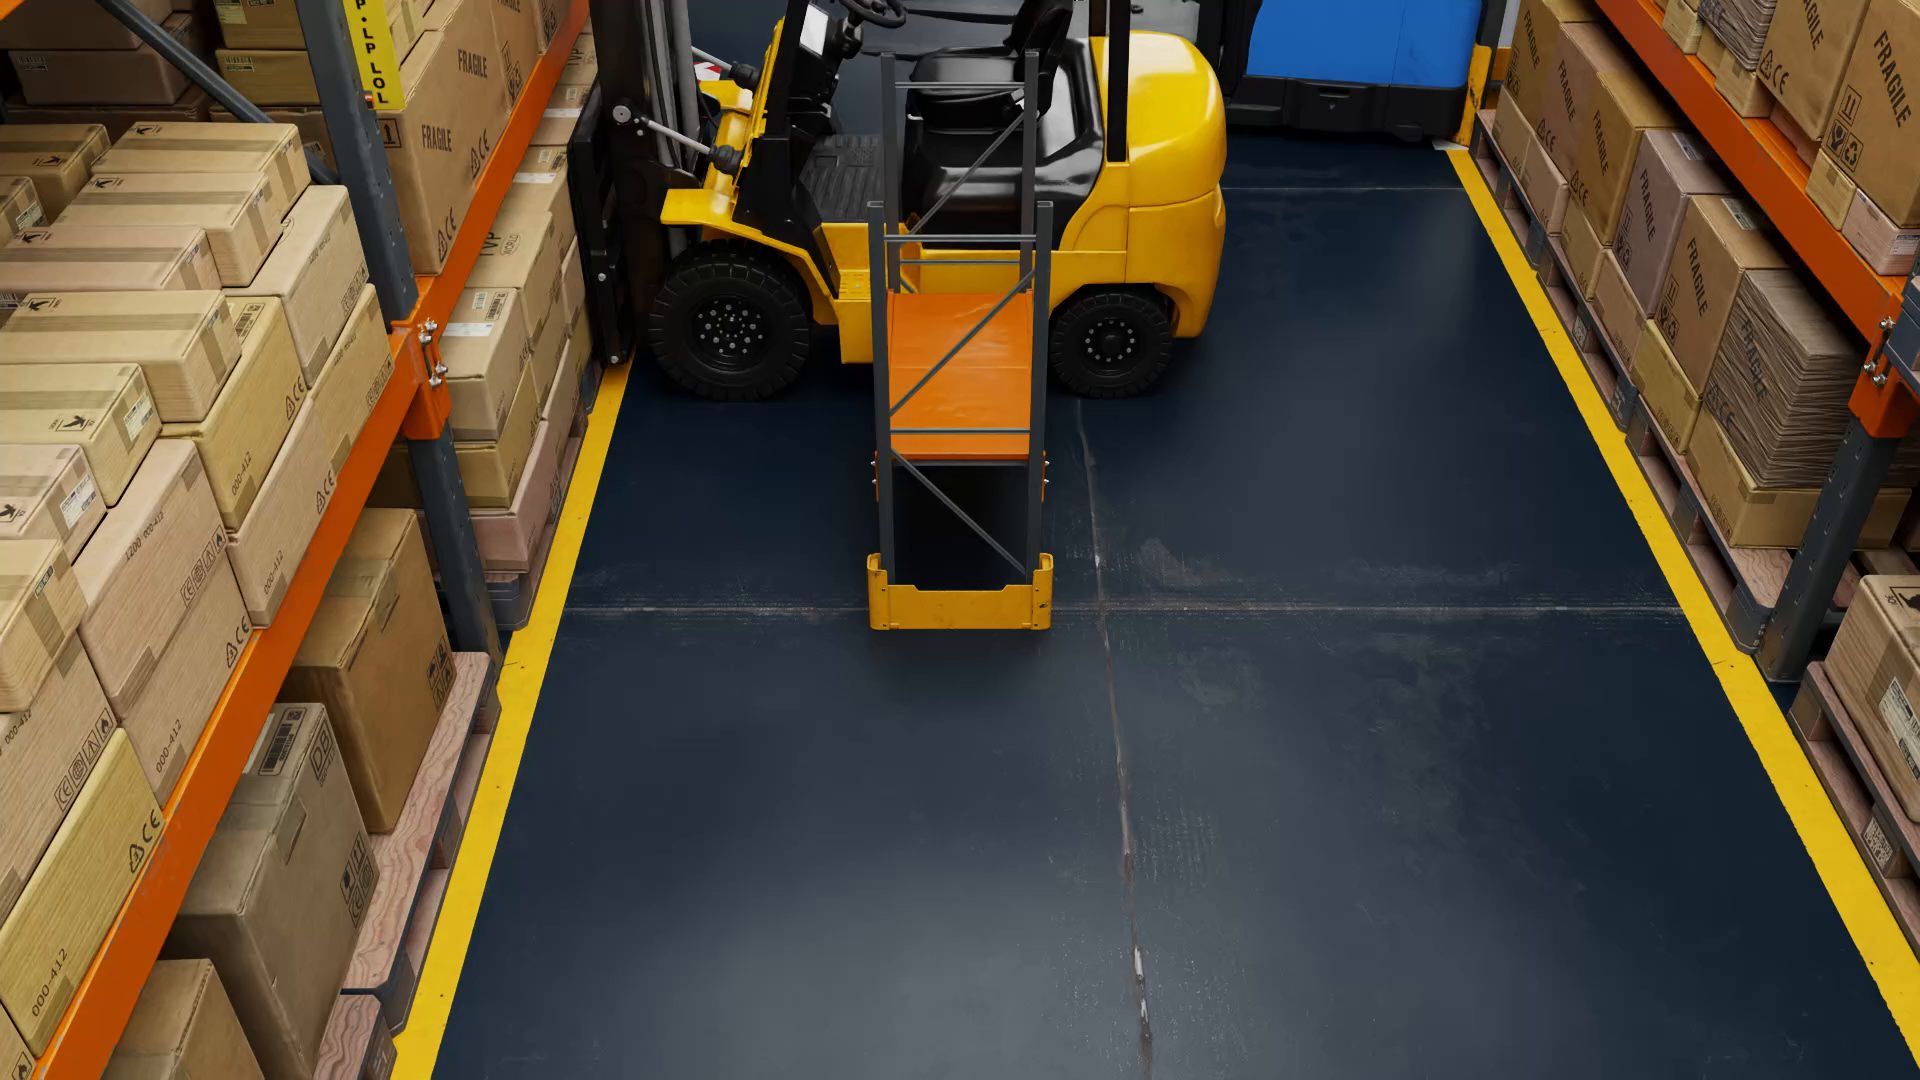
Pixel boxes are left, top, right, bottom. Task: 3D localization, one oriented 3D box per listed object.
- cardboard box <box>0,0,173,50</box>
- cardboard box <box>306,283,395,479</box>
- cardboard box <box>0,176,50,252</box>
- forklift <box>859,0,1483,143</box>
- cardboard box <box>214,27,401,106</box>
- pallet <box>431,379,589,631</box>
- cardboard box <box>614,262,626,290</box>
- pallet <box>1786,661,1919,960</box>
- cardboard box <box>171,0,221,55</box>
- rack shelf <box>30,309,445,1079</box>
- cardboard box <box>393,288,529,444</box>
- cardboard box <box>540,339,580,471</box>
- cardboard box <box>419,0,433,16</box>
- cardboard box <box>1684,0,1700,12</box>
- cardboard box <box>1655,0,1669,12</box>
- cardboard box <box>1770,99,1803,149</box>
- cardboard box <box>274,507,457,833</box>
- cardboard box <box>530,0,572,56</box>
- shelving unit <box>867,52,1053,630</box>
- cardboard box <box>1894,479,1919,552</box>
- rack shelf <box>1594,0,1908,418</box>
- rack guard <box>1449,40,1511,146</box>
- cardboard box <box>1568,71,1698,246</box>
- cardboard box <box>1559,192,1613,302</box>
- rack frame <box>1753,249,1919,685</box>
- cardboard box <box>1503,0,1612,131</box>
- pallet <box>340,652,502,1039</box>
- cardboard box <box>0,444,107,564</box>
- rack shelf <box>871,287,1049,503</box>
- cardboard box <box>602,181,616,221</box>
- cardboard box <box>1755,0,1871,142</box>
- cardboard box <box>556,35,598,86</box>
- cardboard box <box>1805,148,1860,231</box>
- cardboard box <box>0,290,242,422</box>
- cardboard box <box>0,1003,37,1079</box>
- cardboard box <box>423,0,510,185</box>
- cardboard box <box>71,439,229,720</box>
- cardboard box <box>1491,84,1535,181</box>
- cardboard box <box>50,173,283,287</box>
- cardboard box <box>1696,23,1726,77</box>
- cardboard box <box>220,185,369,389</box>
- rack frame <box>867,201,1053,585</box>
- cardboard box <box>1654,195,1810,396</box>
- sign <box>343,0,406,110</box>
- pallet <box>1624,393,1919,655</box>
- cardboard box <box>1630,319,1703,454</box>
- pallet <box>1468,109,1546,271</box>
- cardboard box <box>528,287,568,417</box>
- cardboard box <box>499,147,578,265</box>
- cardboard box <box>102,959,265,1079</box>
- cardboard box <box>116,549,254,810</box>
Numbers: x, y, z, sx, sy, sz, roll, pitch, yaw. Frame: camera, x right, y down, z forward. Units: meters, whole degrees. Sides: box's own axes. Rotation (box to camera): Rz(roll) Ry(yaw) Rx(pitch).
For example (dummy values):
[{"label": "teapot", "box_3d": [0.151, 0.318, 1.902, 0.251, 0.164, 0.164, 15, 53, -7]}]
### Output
[{"label": "cardboard box", "box_3d": [-2.248, -1.360, 4.212, 0.380, 0.149, 0.250, 0, 39, 0]}, {"label": "cardboard box", "box_3d": [-1.683, -0.379, 3.944, 0.500, 0.250, 0.500, 1, 39, 1]}, {"label": "cardboard box", "box_3d": [-2.211, -0.657, 3.572, 0.380, 0.149, 0.250, -1, 39, -2]}, {"label": "forklift", "box_3d": [1.026, -3.521, 7.799, 3.031, 2.935, 1.130, 6, 39, 7]}, {"label": "cardboard box", "box_3d": [-1.682, -1.244, 4.305, 0.380, 0.149, 0.250, -1, 39, -1]}, {"label": "pallet", "box_3d": [-1.904, -0.162, 5.783, 1.003, 0.211, 1.213, 0, 39, 0]}, {"label": "cardboard box", "box_3d": [-1.627, -1.102, 6.590, 0.500, 0.250, 0.500, 1, 39, 1]}, {"label": "pallet", "box_3d": [3.021, 0.817, 4.562, 1.003, 0.211, 1.213, 0, 39, 0]}, {"label": "cardboard box", "box_3d": [-2.237, -1.402, 4.502, 0.380, 0.149, 0.250, -1, 39, -1]}, {"label": "rack shelf", "box_3d": [-1.943, 0.779, 2.955, 1.077, 0.370, 4.000, 0, 39, 0]}, {"label": "cardboard box", "box_3d": [-1.632, -0.536, 5.084, 0.500, 0.250, 0.500, -1, 39, -1]}, {"label": "cardboard box", "box_3d": [-1.630, -0.464, 5.793, 0.500, 0.250, 0.500, -1, 39, -1]}, {"label": "cardboard box", "box_3d": [-1.712, -1.569, 4.710, 0.380, 0.149, 0.250, 0, 39, 0]}, {"label": "cardboard box", "box_3d": [2.752, -2.158, 5.726, 0.500, 0.500, 0.500, -1, 39, -1]}, {"label": "cardboard box", "box_3d": [2.760, -1.975, 6.016, 0.380, 0.149, 0.250, -1, 39, -1]}, {"label": "cardboard box", "box_3d": [2.798, -1.336, 5.219, 0.380, 0.149, 0.250, -1, 39, -1]}, {"label": "cardboard box", "box_3d": [-1.933, 0.337, 4.494, 0.875, 0.625, 0.625, 2, 39, 2]}, {"label": "cardboard box", "box_3d": [-1.683, -2.026, 5.800, 0.500, 0.500, 0.500, 0, 39, 0]}, {"label": "shelving unit", "box_3d": [0.000, -0.633, 5.340, 0.587, 1.500, 1.083, 0, 39, 0]}, {"label": "cardboard box", "box_3d": [3.288, -0.218, 5.487, 0.500, 0.250, 0.500, -2, 39, -2]}, {"label": "rack shelf", "box_3d": [3.016, -1.728, 6.083, 1.077, 0.370, 4.000, 0, 39, 0]}, {"label": "rack guard", "box_3d": [3.014, -2.237, 8.141, 1.175, 0.500, 0.348, 0, 39, 0]}, {"label": "cardboard box", "box_3d": [2.736, -1.483, 6.465, 0.500, 0.500, 0.500, 1, 39, 1]}, {"label": "cardboard box", "box_3d": [2.745, -1.186, 6.694, 0.500, 0.250, 0.500, 2, 39, 3]}, {"label": "rack frame", "box_3d": [3.019, -0.758, 4.298, 1.000, 3.000, 0.127, 0, 39, 0]}, {"label": "cardboard box", "box_3d": [2.739, -2.124, 7.265, 0.500, 0.500, 0.500, -1, 39, -2]}, {"label": "pallet", "box_3d": [-1.905, 0.796, 4.587, 1.003, 0.211, 1.213, 0, 39, 0]}, {"label": "cardboard box", "box_3d": [-1.692, -0.032, 2.793, 0.380, 0.149, 0.250, 0, 39, 0]}, {"label": "rack shelf", "box_3d": [0.000, -0.498, 5.460, 0.538, 0.185, 1.000, 0, 39, 0]}, {"label": "cardboard box", "box_3d": [-1.628, -1.286, 6.420, 0.500, 0.250, 0.500, 0, 39, 0]}, {"label": "cardboard box", "box_3d": [2.762, -1.513, 4.922, 0.500, 0.500, 0.500, 1, 39, 1]}, {"label": "cardboard box", "box_3d": [-1.620, -1.812, 6.676, 0.500, 0.250, 0.500, 0, 39, 1]}, {"label": "cardboard box", "box_3d": [2.706, -1.017, 4.821, 0.380, 0.149, 0.250, 1, 39, 1]}, {"label": "cardboard box", "box_3d": [-1.624, -0.352, 3.192, 0.380, 0.149, 0.250, -1, 39, -1]}, {"label": "cardboard box", "box_3d": [-1.700, 0.893, 2.357, 0.500, 0.250, 0.500, -1, 39, -2]}, {"label": "cardboard box", "box_3d": [-1.702, -1.395, 5.012, 0.500, 0.500, 0.500, 1, 39, 1]}, {"label": "cardboard box", "box_3d": [-1.686, 0.059, 2.997, 0.500, 0.250, 0.500, 1, 39, 1]}, {"label": "cardboard box", "box_3d": [2.738, -1.846, 7.518, 0.500, 0.250, 0.500, 0, 39, 0]}, {"label": "cardboard box", "box_3d": [-1.704, -0.670, 3.588, 0.380, 0.149, 0.250, -1, 39, -1]}, {"label": "cardboard box", "box_3d": [2.739, -1.656, 5.619, 0.380, 0.149, 0.250, -1, 39, -1]}, {"label": "cardboard box", "box_3d": [-1.689, -0.582, 3.798, 0.500, 0.250, 0.500, -1, 39, -1]}, {"label": "rack frame", "box_3d": [0.000, -0.321, 4.951, 0.500, 1.500, 0.032, 0, 39, 0]}, {"label": "cardboard box", "box_3d": [2.747, -0.830, 5.650, 0.500, 0.500, 0.500, 1, 39, 1]}, {"label": "sign", "box_3d": [-1.402, -1.180, 3.961, 0.100, 0.325, 0.005, 0, 39, 0]}, {"label": "pallet", "box_3d": [2.983, -0.090, 5.694, 1.003, 0.211, 1.213, 0, 39, 0]}, {"label": "cardboard box", "box_3d": [2.739, -0.552, 5.903, 0.500, 0.250, 0.500, -1, 39, -1]}, {"label": "pallet", "box_3d": [2.980, -1.616, 7.598, 1.003, 0.211, 1.213, 0, 39, 0]}, {"label": "cardboard box", "box_3d": [-1.639, -0.656, 5.633, 0.500, 0.250, 0.500, 0, 39, 0]}, {"label": "cardboard box", "box_3d": [-1.634, -1.167, 5.871, 0.500, 0.250, 0.500, 1, 39, 1]}, {"label": "cardboard box", "box_3d": [-1.937, 1.292, 3.302, 0.875, 0.625, 0.625, -2, 39, -2]}, {"label": "cardboard box", "box_3d": [-1.707, 0.246, 3.164, 0.500, 0.250, 0.500, 0, 39, 0]}]
